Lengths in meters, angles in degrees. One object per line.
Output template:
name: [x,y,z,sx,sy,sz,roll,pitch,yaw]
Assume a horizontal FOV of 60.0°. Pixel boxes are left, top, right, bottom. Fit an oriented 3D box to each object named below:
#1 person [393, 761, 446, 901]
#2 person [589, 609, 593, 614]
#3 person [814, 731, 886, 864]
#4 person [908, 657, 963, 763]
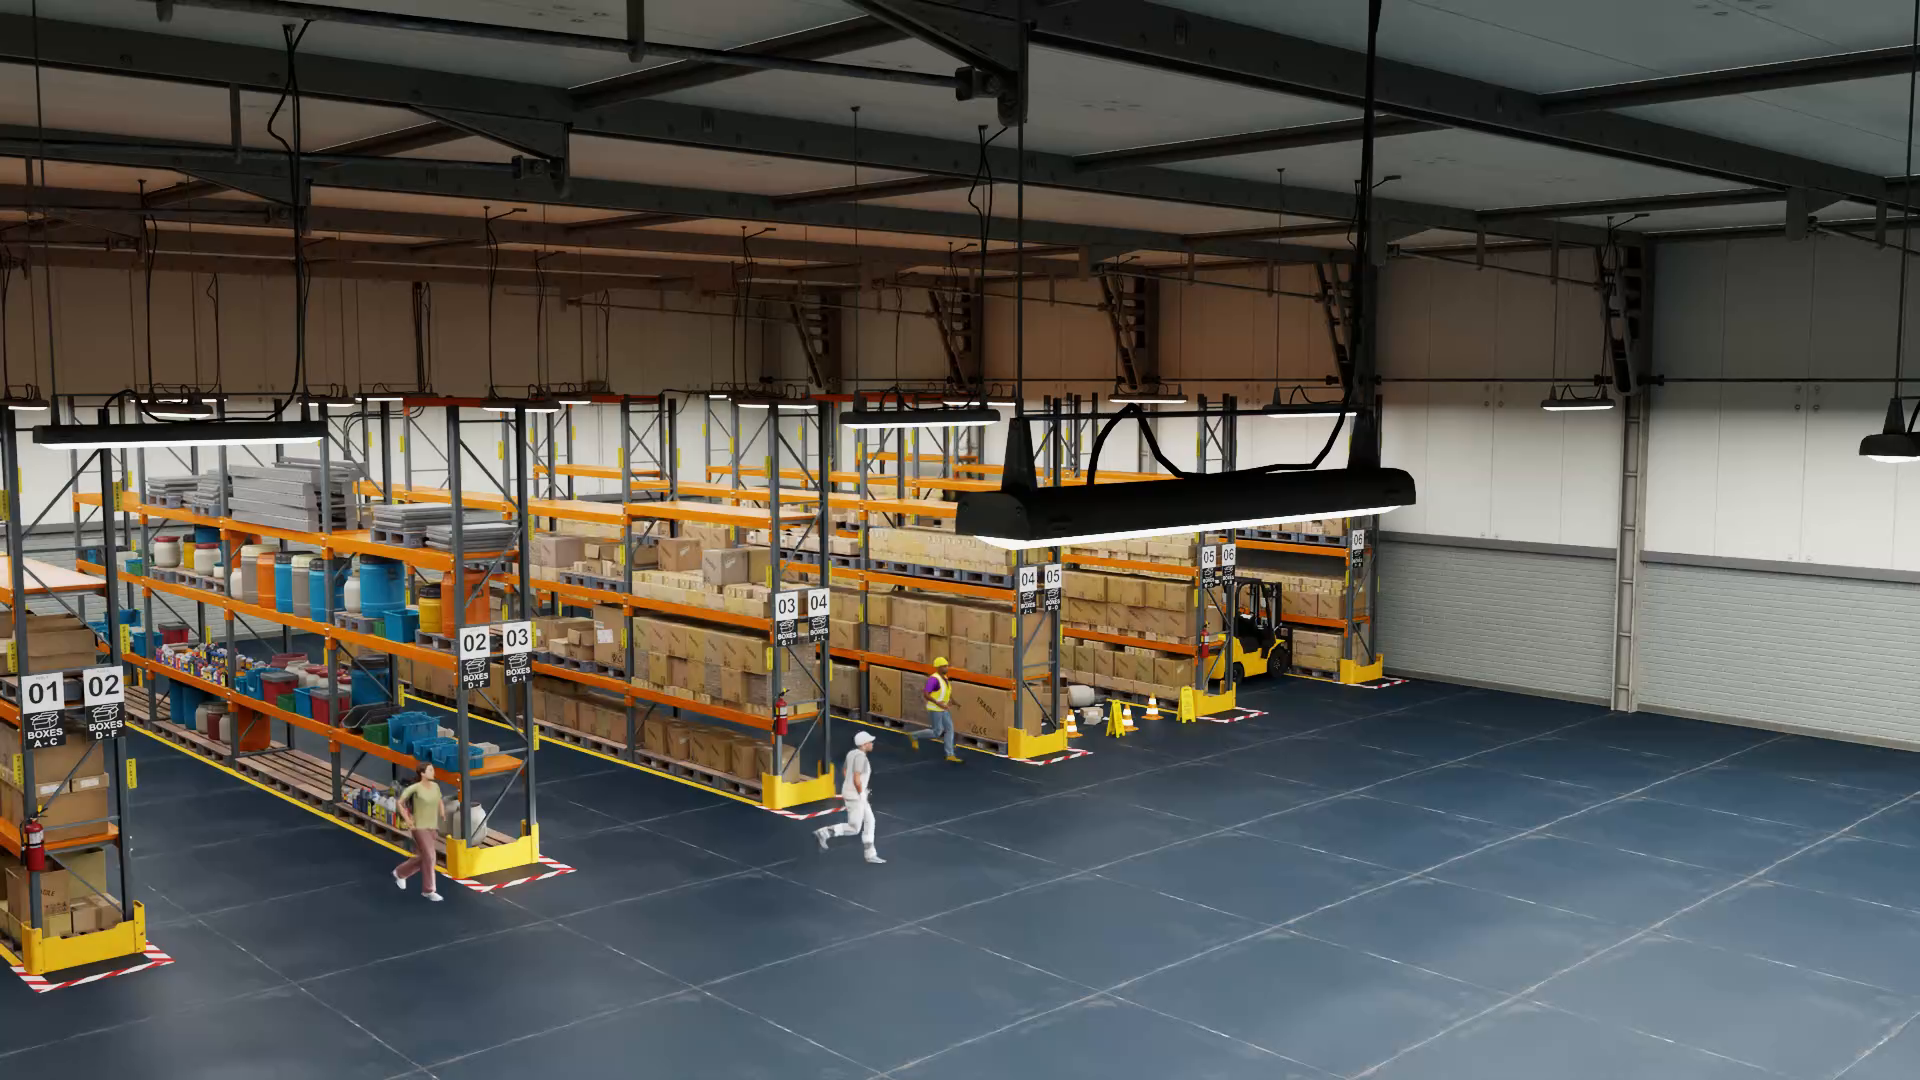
person: [-6.603,3.552,20.451,0.787,1.652,0.603,3,6,25]
person: [-9.129,1.423,41.955,0.810,1.696,0.698,-5,8,-45]
person: [-1.436,3.381,21.713,0.949,1.762,0.664,-1,6,-10]
person: [-0.379,2.808,27.616,0.964,1.743,0.704,3,6,25]
